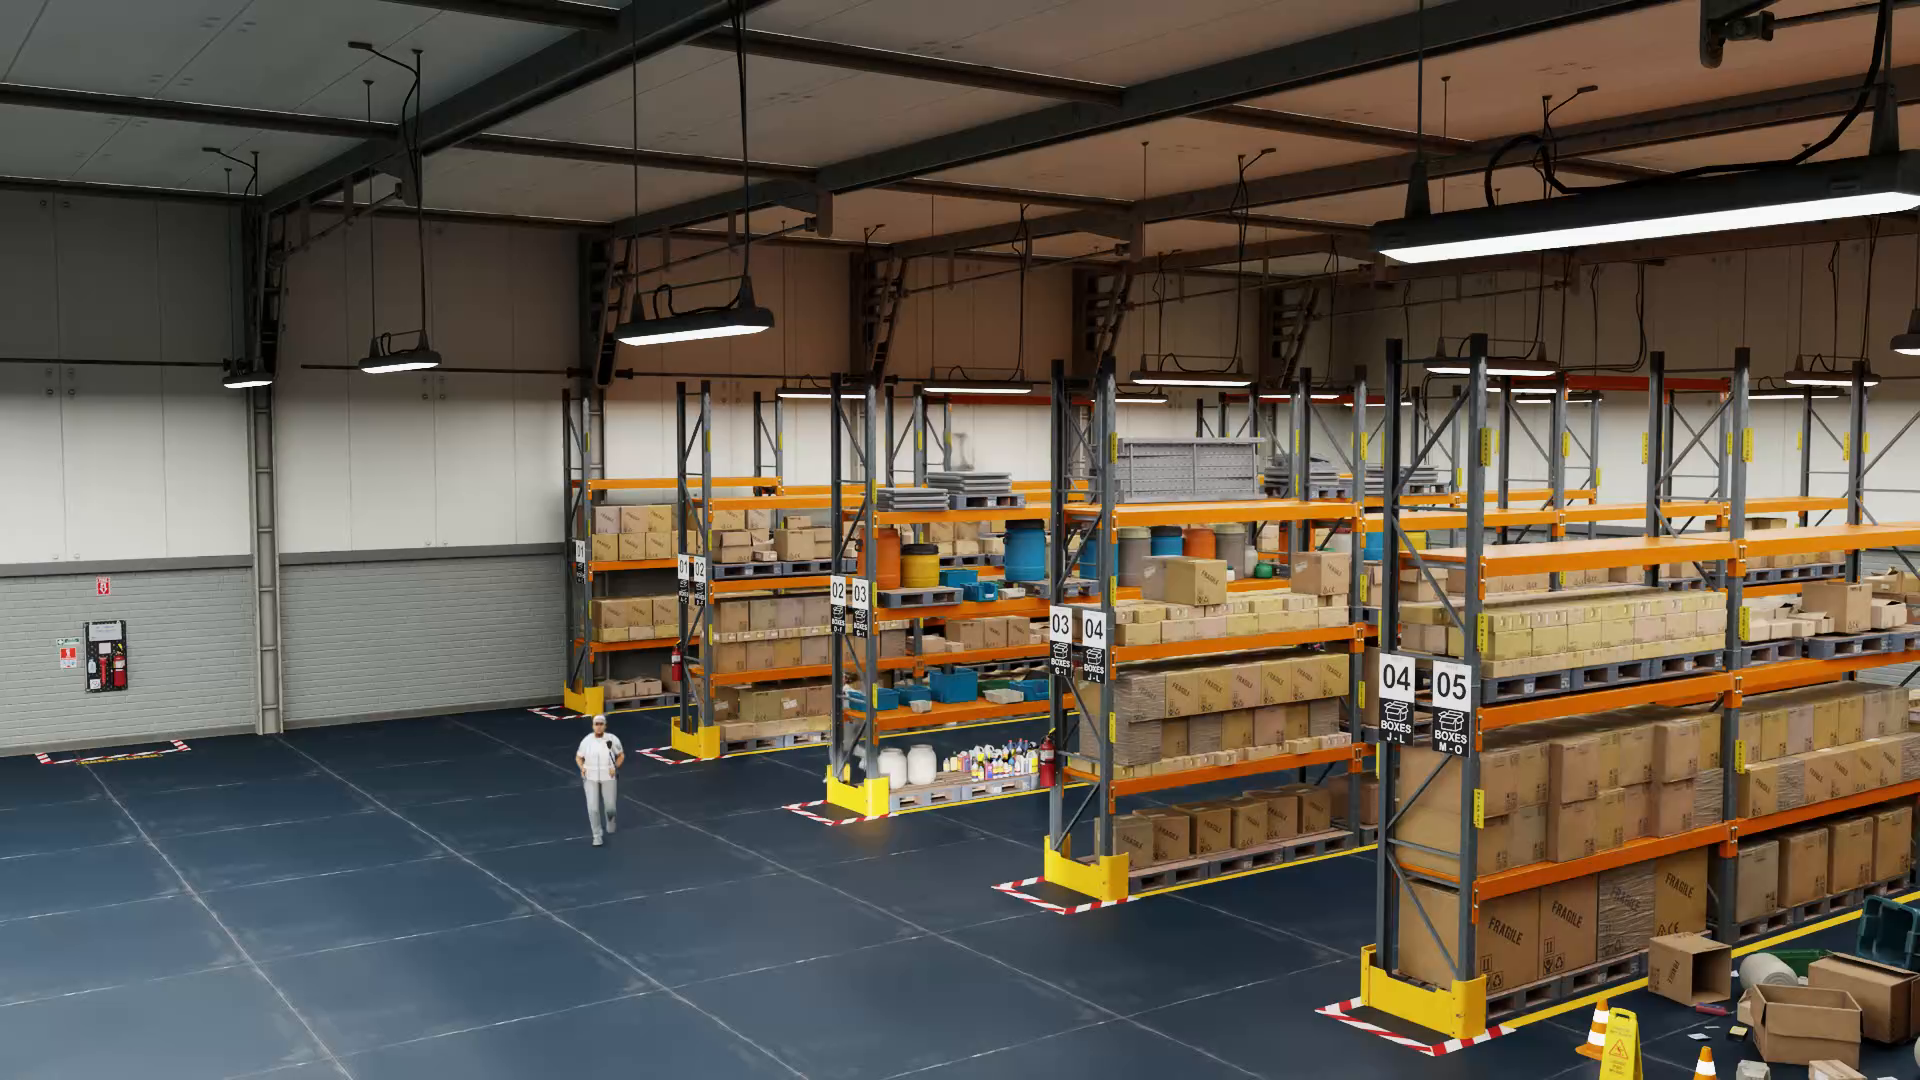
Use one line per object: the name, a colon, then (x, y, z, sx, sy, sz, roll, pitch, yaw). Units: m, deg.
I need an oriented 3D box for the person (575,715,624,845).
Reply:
person: (-4.547, 3.008, 20.995, 0.605, 1.615, 0.579, -1, 4, -9)

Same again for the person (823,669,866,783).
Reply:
person: (-1.713, 2.739, 24.848, 0.632, 1.696, 0.867, 4, 5, 44)
